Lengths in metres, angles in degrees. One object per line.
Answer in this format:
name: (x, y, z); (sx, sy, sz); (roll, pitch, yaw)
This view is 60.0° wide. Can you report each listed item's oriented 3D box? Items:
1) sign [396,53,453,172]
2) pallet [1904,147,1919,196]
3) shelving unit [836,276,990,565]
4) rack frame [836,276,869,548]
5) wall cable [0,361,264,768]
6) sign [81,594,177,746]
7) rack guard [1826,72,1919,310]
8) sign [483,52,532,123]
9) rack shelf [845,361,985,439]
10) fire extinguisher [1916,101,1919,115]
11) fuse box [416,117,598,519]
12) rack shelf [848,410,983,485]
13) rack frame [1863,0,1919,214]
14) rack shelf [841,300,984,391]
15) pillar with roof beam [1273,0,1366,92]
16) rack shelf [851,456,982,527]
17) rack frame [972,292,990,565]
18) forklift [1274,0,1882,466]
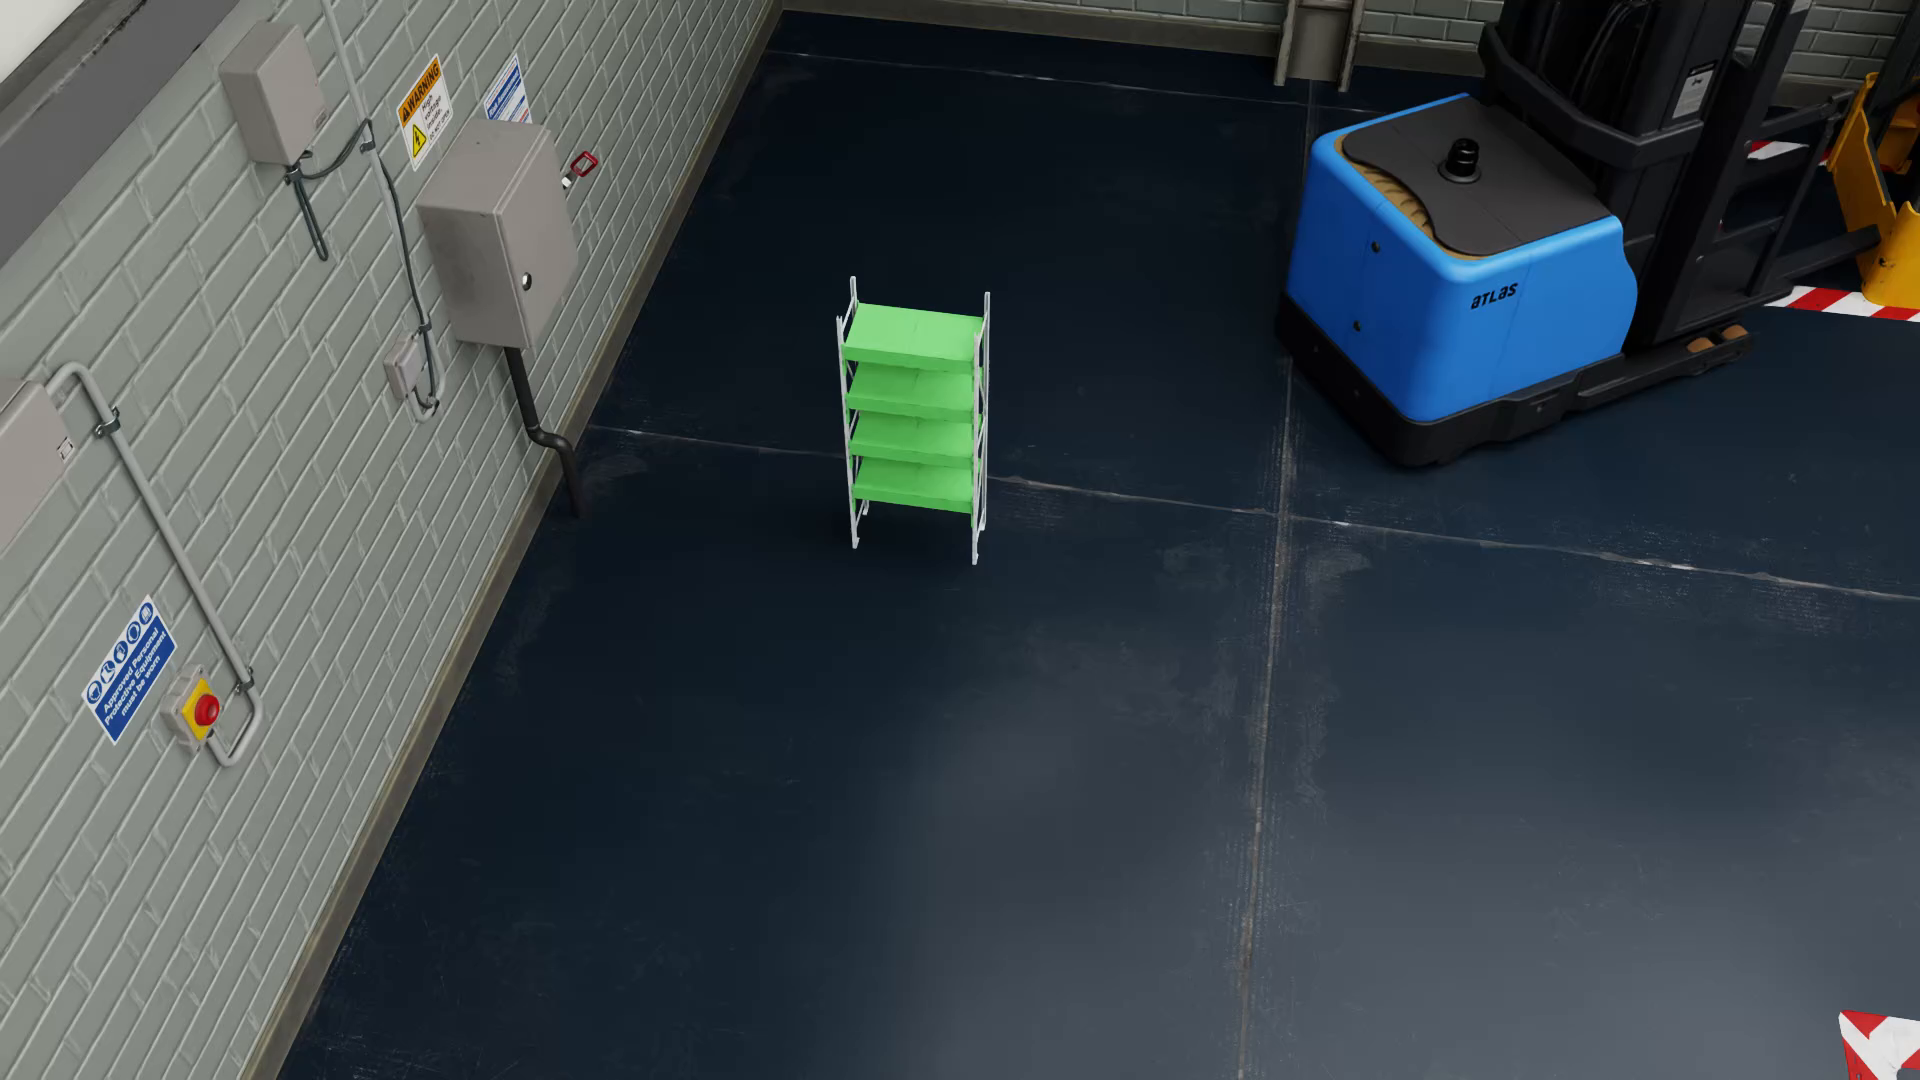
sign: (-1.734, -1.389, 5.398); (0.001, 0.242, 0.339); (8, 49, 7)
pallet: (5.254, -1.466, 7.897); (1.213, 0.211, 1.003); (8, 49, 7)
shelving unit: (-0.163, -0.423, 6.295); (0.503, 1.200, 0.258); (8, 49, 7)
rack frame: (-0.403, -0.455, 6.324); (0.015, 1.200, 0.240); (8, 49, 7)
wall cable: (-2.038, 0.042, 3.963); (0.123, 1.953, 0.585); (8, 49, 7)
sign: (-2.107, 0.329, 4.228); (0.001, 0.218, 0.327); (8, 49, 7)
rack guard: (4.469, -1.667, 7.884); (0.348, 0.500, 1.175); (8, 49, 7)
sign: (-1.637, -1.483, 6.102); (0.001, 0.494, 0.329); (8, 49, 7)
rack shelf: (-0.163, -0.541, 6.164); (0.480, 0.148, 0.258); (8, 49, 7)
fire extinguisher: (4.167, -2.043, 6.844); (0.183, 0.674, 0.296); (8, 49, 7)
fuse box: (-1.521, -0.695, 6.196); (0.414, 1.711, 0.539); (8, 49, 7)
rack shelf: (-0.163, -0.380, 6.343); (0.480, 0.148, 0.258); (8, 49, 7)
rack frame: (4.394, -2.513, 6.963); (0.127, 3.000, 1.000); (8, 49, 7)
rack shelf: (-0.163, -0.701, 5.986); (0.480, 0.148, 0.258); (8, 49, 7)
pillar with roof beam: (1.135, -2.383, 2.813); (0.400, 9.000, 9.100); (8, 49, 7)
rack shelf: (-0.163, -0.220, 6.521); (0.480, 0.148, 0.258); (8, 49, 7)
rack frame: (0.077, -0.391, 6.266); (0.015, 1.200, 0.240); (8, 49, 7)
forklift: (2.970, -2.048, 6.592); (3.031, 2.935, 1.130); (-20, 51, -17)
